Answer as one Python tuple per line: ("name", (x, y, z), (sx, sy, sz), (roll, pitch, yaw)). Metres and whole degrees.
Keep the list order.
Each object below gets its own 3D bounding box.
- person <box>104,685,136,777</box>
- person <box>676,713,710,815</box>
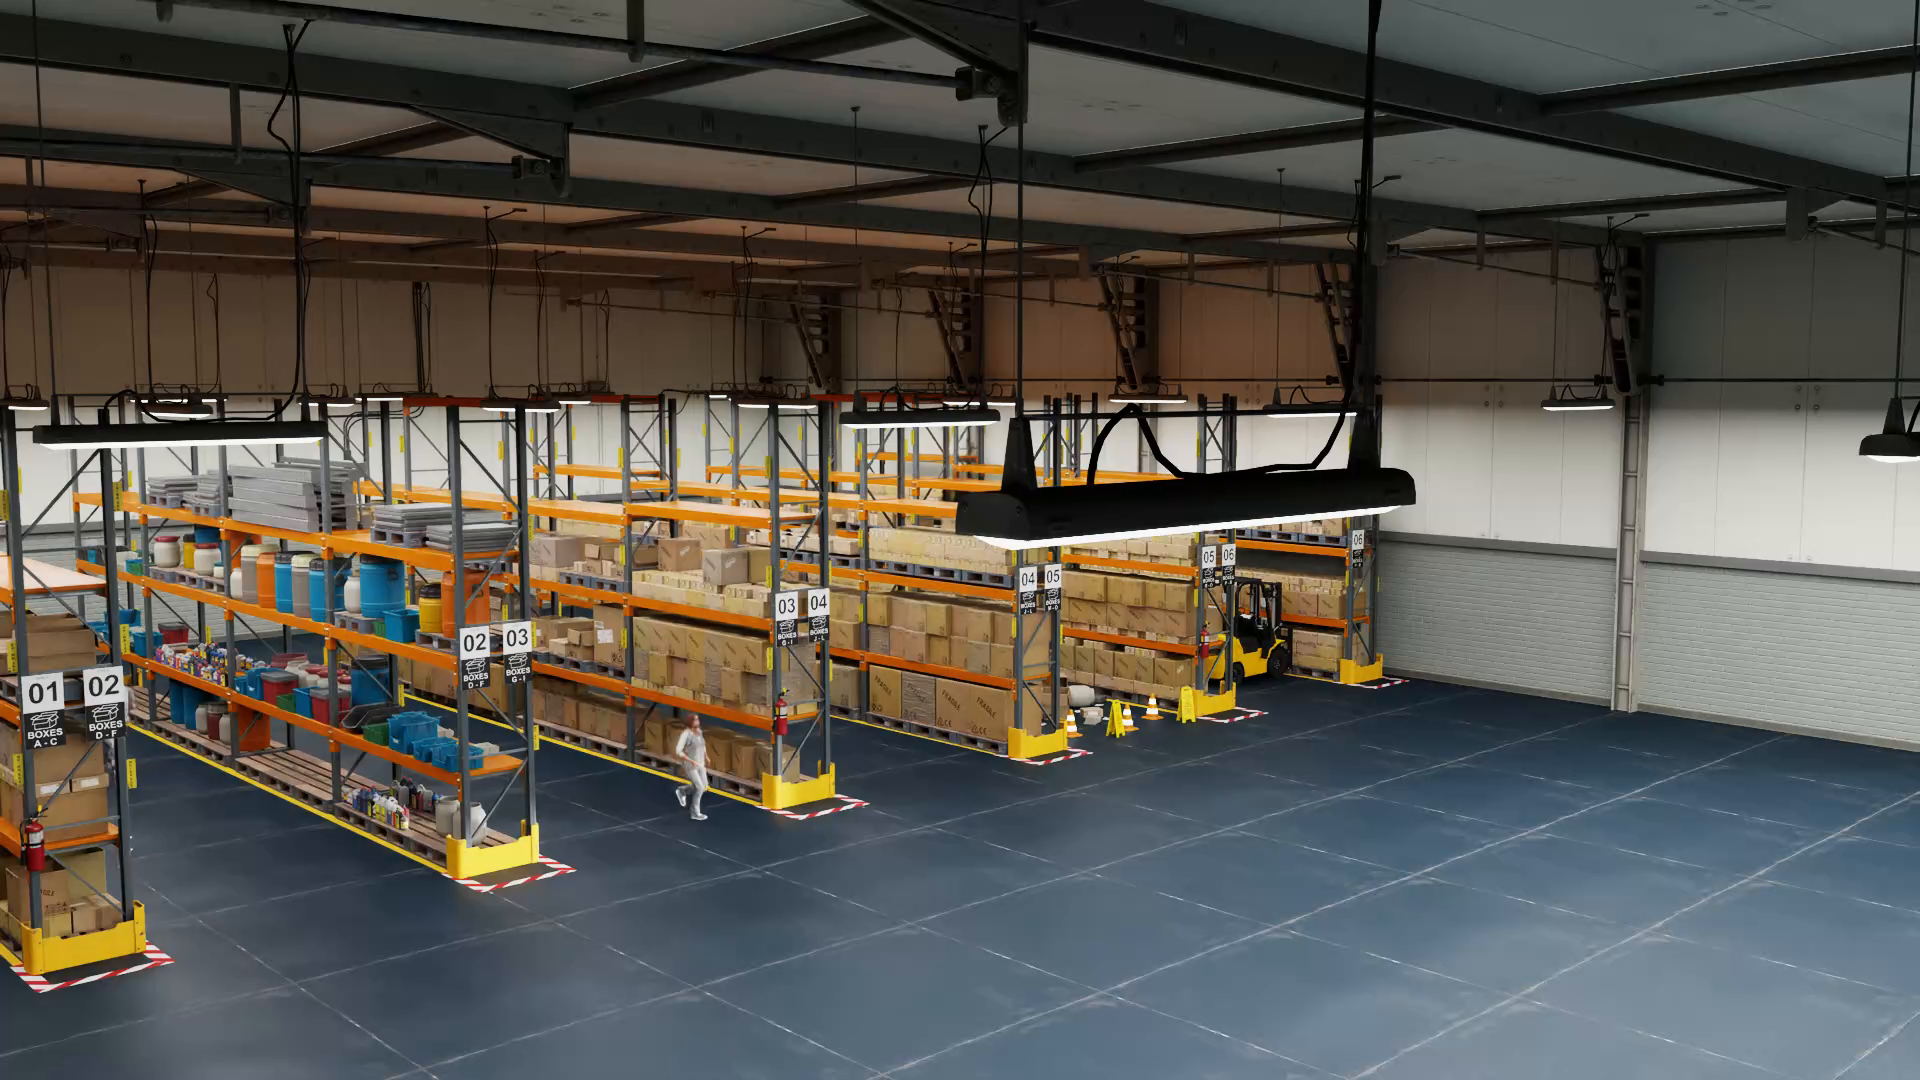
("person", (-13.236, 2.915, 26.072), (0.859, 1.842, 0.615), (4, 7, 36))
("person", (-3.885, 3.214, 23.946), (0.541, 1.486, 0.584), (3, 6, 28))
